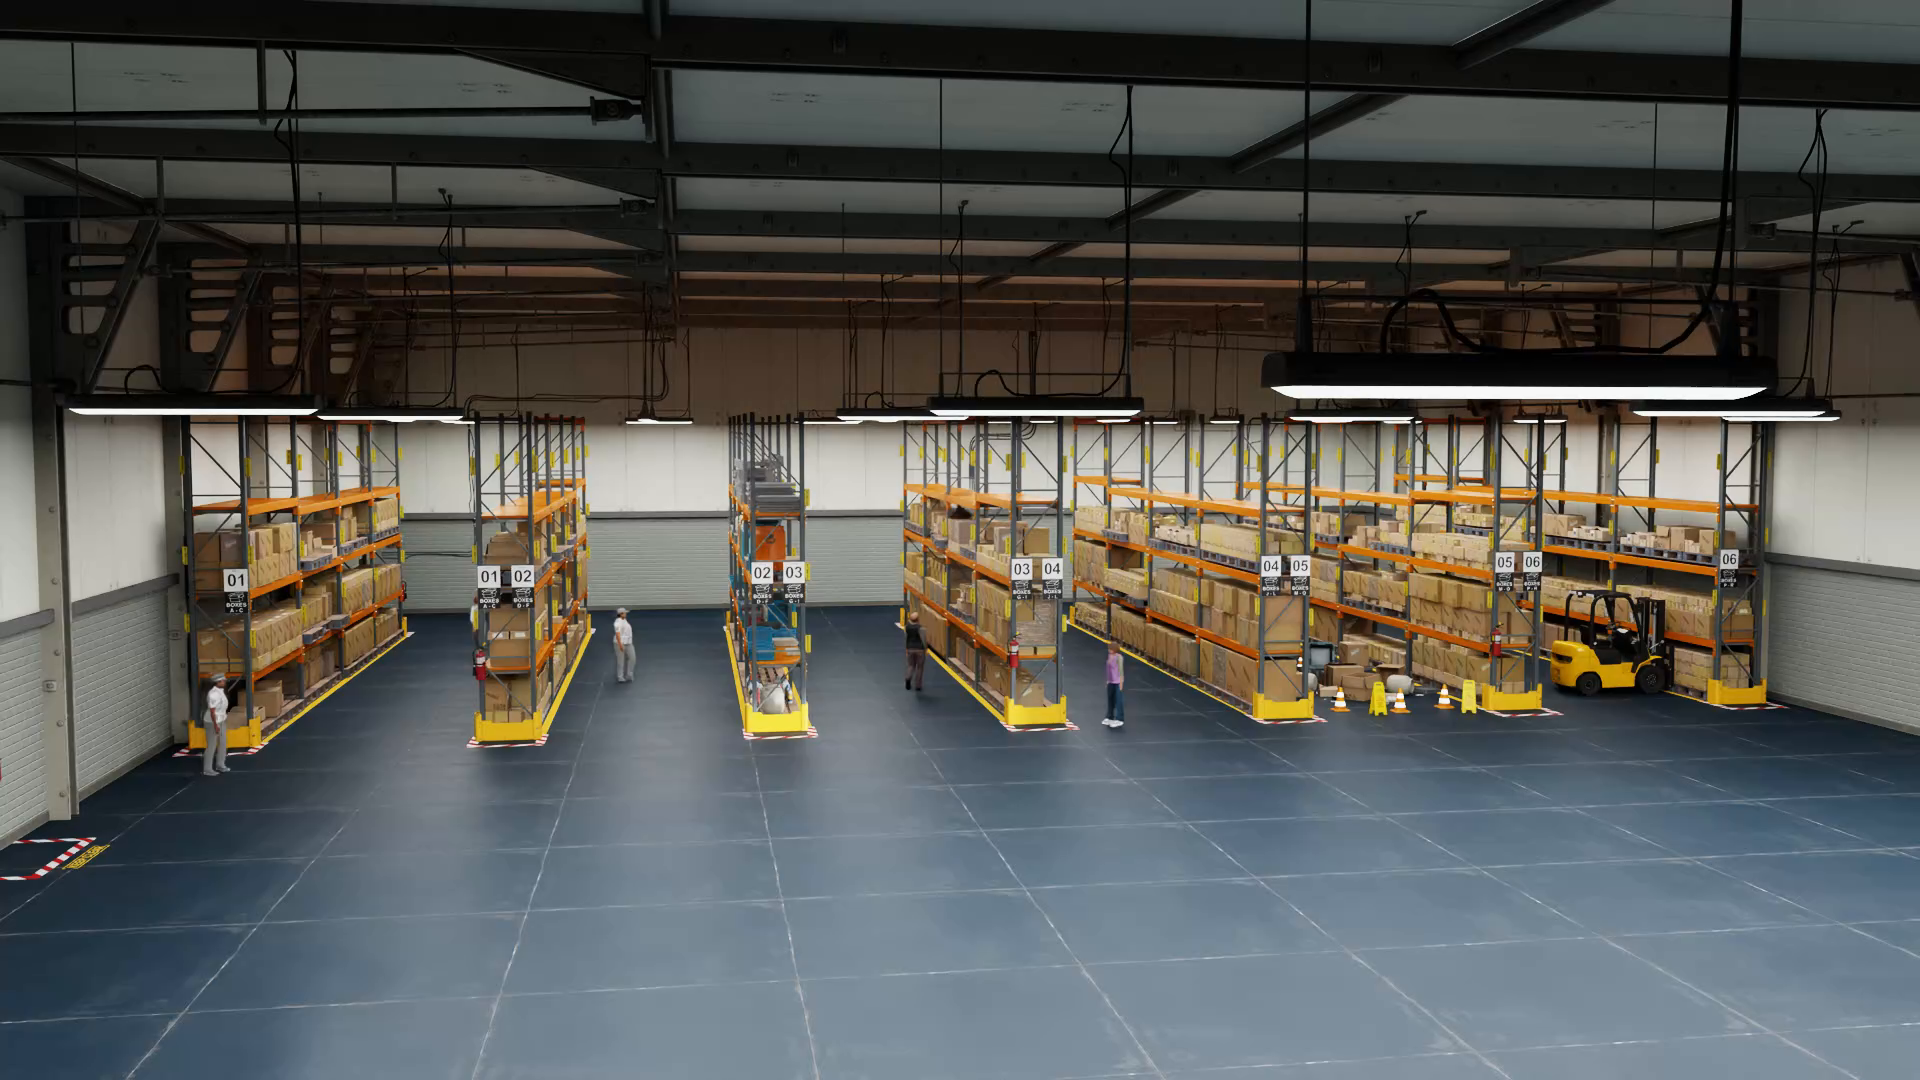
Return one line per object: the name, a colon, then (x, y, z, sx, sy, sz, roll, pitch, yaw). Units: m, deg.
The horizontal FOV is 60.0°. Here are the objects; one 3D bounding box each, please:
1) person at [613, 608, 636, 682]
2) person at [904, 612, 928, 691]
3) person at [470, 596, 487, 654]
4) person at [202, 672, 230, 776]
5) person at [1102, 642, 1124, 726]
person: (-7.591, 2.376, 37.516, 0.451, 1.710, 0.508, 3, 5, 40)
person: (-0.965, 2.410, 35.940, 0.549, 1.706, 0.524, 2, 4, 24)
person: (-11.872, 2.155, 41.037, 0.392, 1.541, 0.823, -1, 4, -11)
person: (-12.282, 3.023, 27.460, 0.400, 1.693, 0.537, 0, 4, 2)
person: (2.935, 2.748, 31.885, 0.385, 1.600, 0.459, -3, 5, -34)
